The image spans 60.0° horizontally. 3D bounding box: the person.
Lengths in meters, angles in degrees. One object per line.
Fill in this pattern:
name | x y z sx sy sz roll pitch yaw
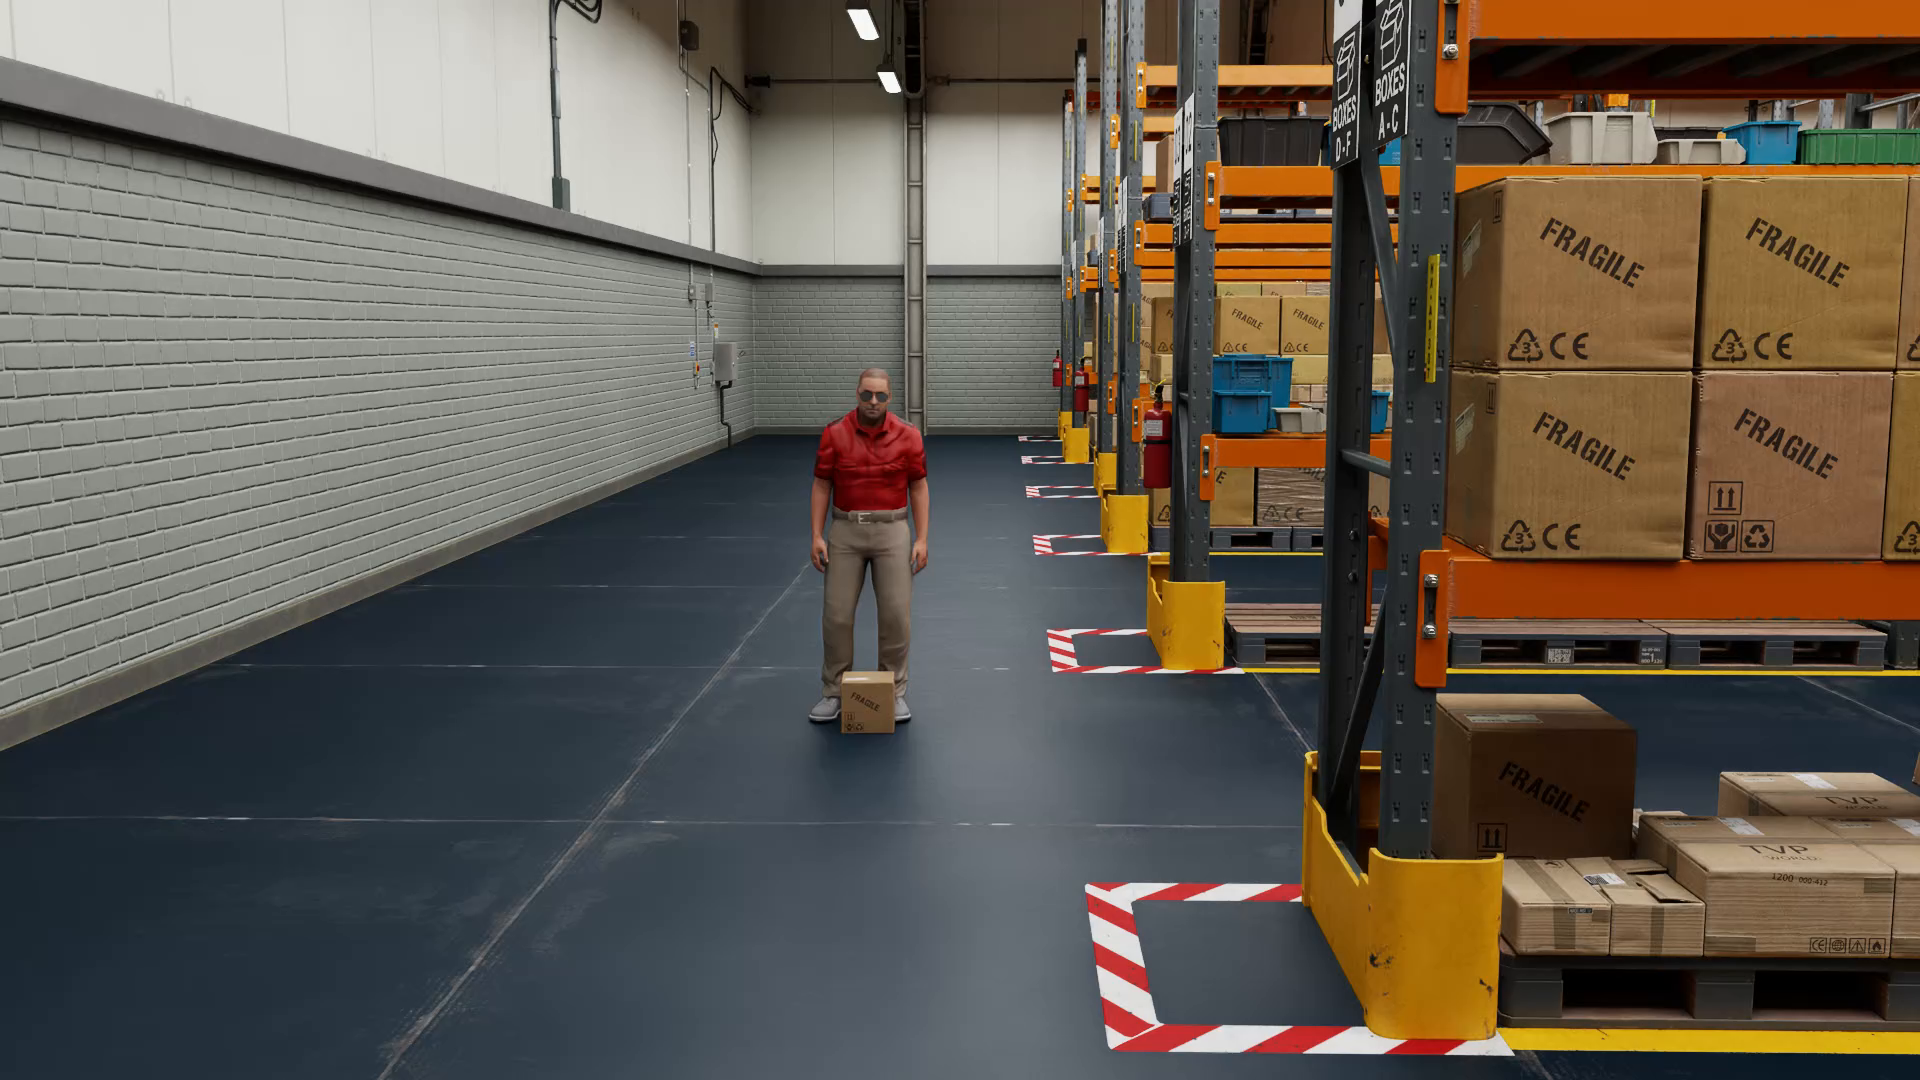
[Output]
person | -0.447 0.018 8.187 0.595 1.725 0.393 0 7 -2
